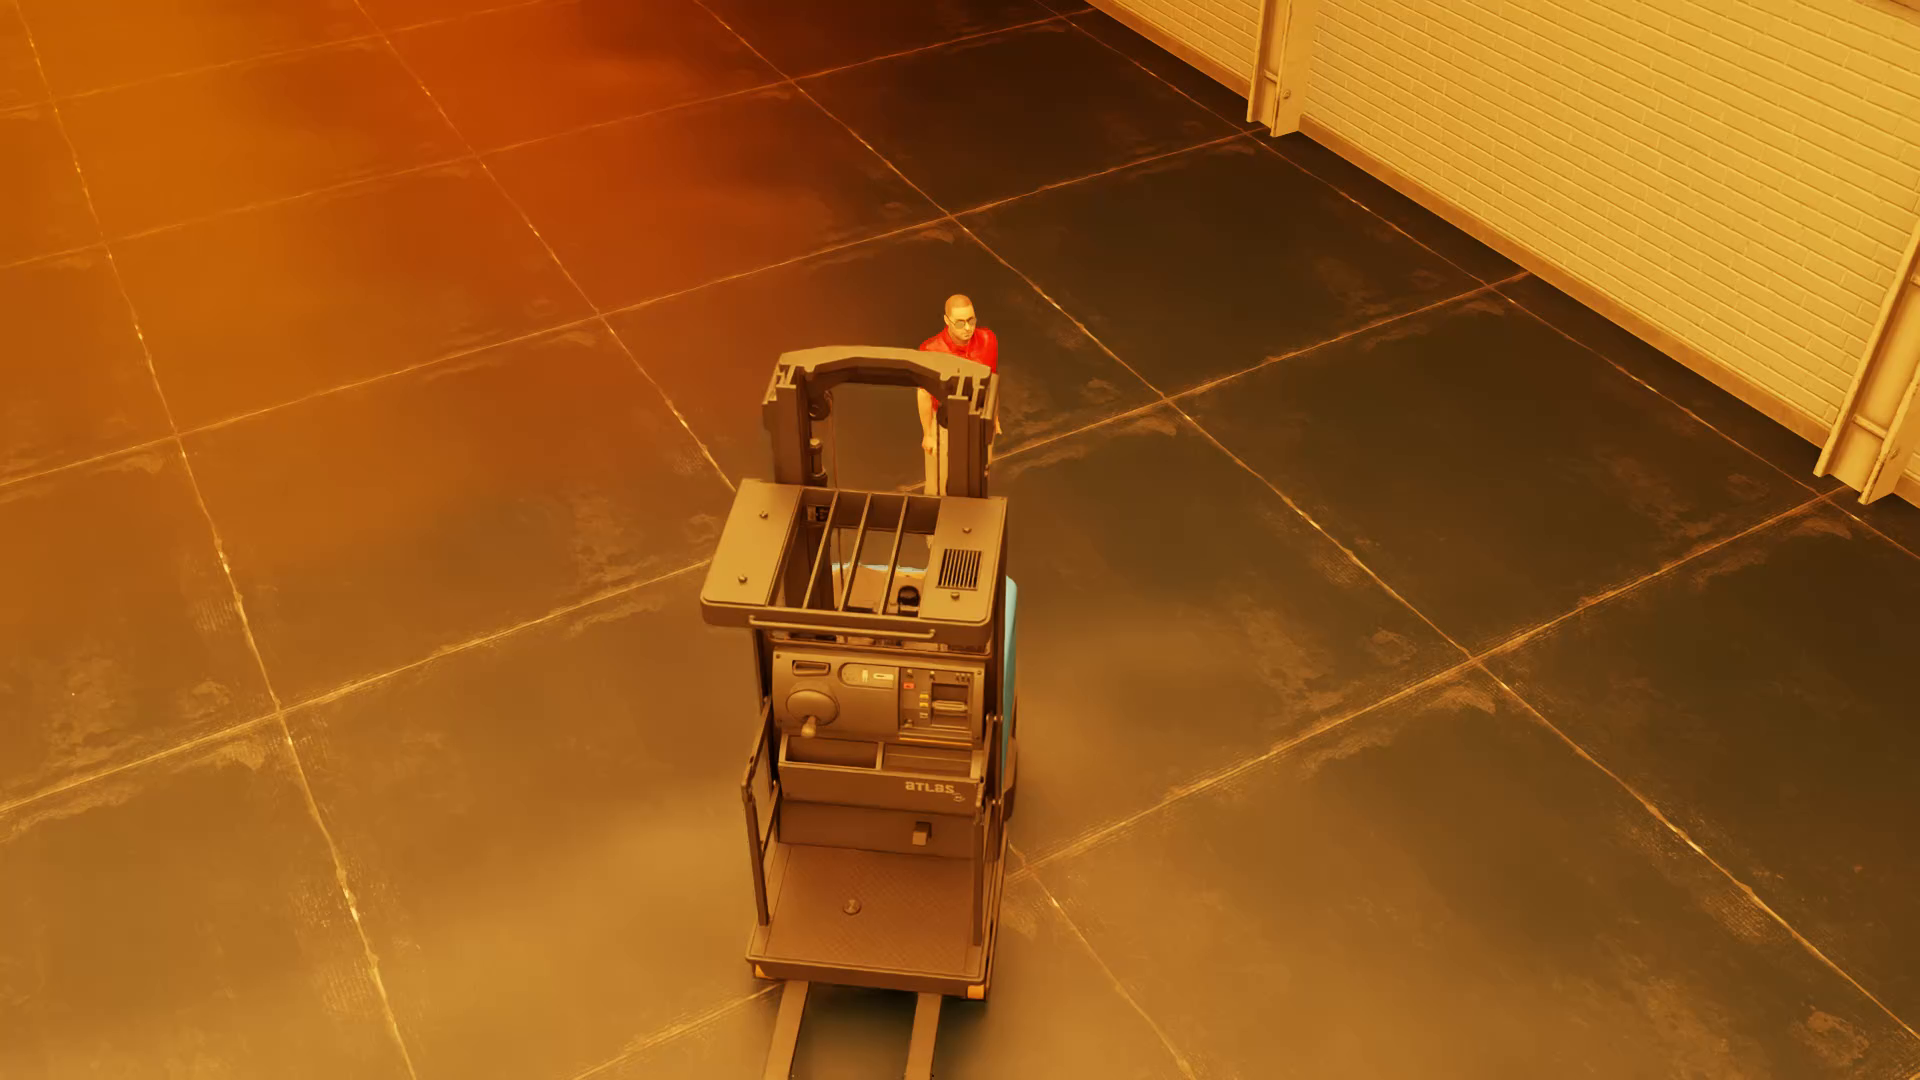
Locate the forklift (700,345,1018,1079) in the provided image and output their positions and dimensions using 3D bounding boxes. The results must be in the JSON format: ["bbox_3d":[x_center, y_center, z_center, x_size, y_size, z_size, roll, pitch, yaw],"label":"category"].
[{"bbox_3d":[-0.381,0.772,7.106,1.130,2.935,3.031,4,40,5],"label":"forklift"}]

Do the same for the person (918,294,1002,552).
[{"bbox_3d":[0.013,-0.656,9.773,0.526,1.728,0.385,-20,44,-23],"label":"person"}]
